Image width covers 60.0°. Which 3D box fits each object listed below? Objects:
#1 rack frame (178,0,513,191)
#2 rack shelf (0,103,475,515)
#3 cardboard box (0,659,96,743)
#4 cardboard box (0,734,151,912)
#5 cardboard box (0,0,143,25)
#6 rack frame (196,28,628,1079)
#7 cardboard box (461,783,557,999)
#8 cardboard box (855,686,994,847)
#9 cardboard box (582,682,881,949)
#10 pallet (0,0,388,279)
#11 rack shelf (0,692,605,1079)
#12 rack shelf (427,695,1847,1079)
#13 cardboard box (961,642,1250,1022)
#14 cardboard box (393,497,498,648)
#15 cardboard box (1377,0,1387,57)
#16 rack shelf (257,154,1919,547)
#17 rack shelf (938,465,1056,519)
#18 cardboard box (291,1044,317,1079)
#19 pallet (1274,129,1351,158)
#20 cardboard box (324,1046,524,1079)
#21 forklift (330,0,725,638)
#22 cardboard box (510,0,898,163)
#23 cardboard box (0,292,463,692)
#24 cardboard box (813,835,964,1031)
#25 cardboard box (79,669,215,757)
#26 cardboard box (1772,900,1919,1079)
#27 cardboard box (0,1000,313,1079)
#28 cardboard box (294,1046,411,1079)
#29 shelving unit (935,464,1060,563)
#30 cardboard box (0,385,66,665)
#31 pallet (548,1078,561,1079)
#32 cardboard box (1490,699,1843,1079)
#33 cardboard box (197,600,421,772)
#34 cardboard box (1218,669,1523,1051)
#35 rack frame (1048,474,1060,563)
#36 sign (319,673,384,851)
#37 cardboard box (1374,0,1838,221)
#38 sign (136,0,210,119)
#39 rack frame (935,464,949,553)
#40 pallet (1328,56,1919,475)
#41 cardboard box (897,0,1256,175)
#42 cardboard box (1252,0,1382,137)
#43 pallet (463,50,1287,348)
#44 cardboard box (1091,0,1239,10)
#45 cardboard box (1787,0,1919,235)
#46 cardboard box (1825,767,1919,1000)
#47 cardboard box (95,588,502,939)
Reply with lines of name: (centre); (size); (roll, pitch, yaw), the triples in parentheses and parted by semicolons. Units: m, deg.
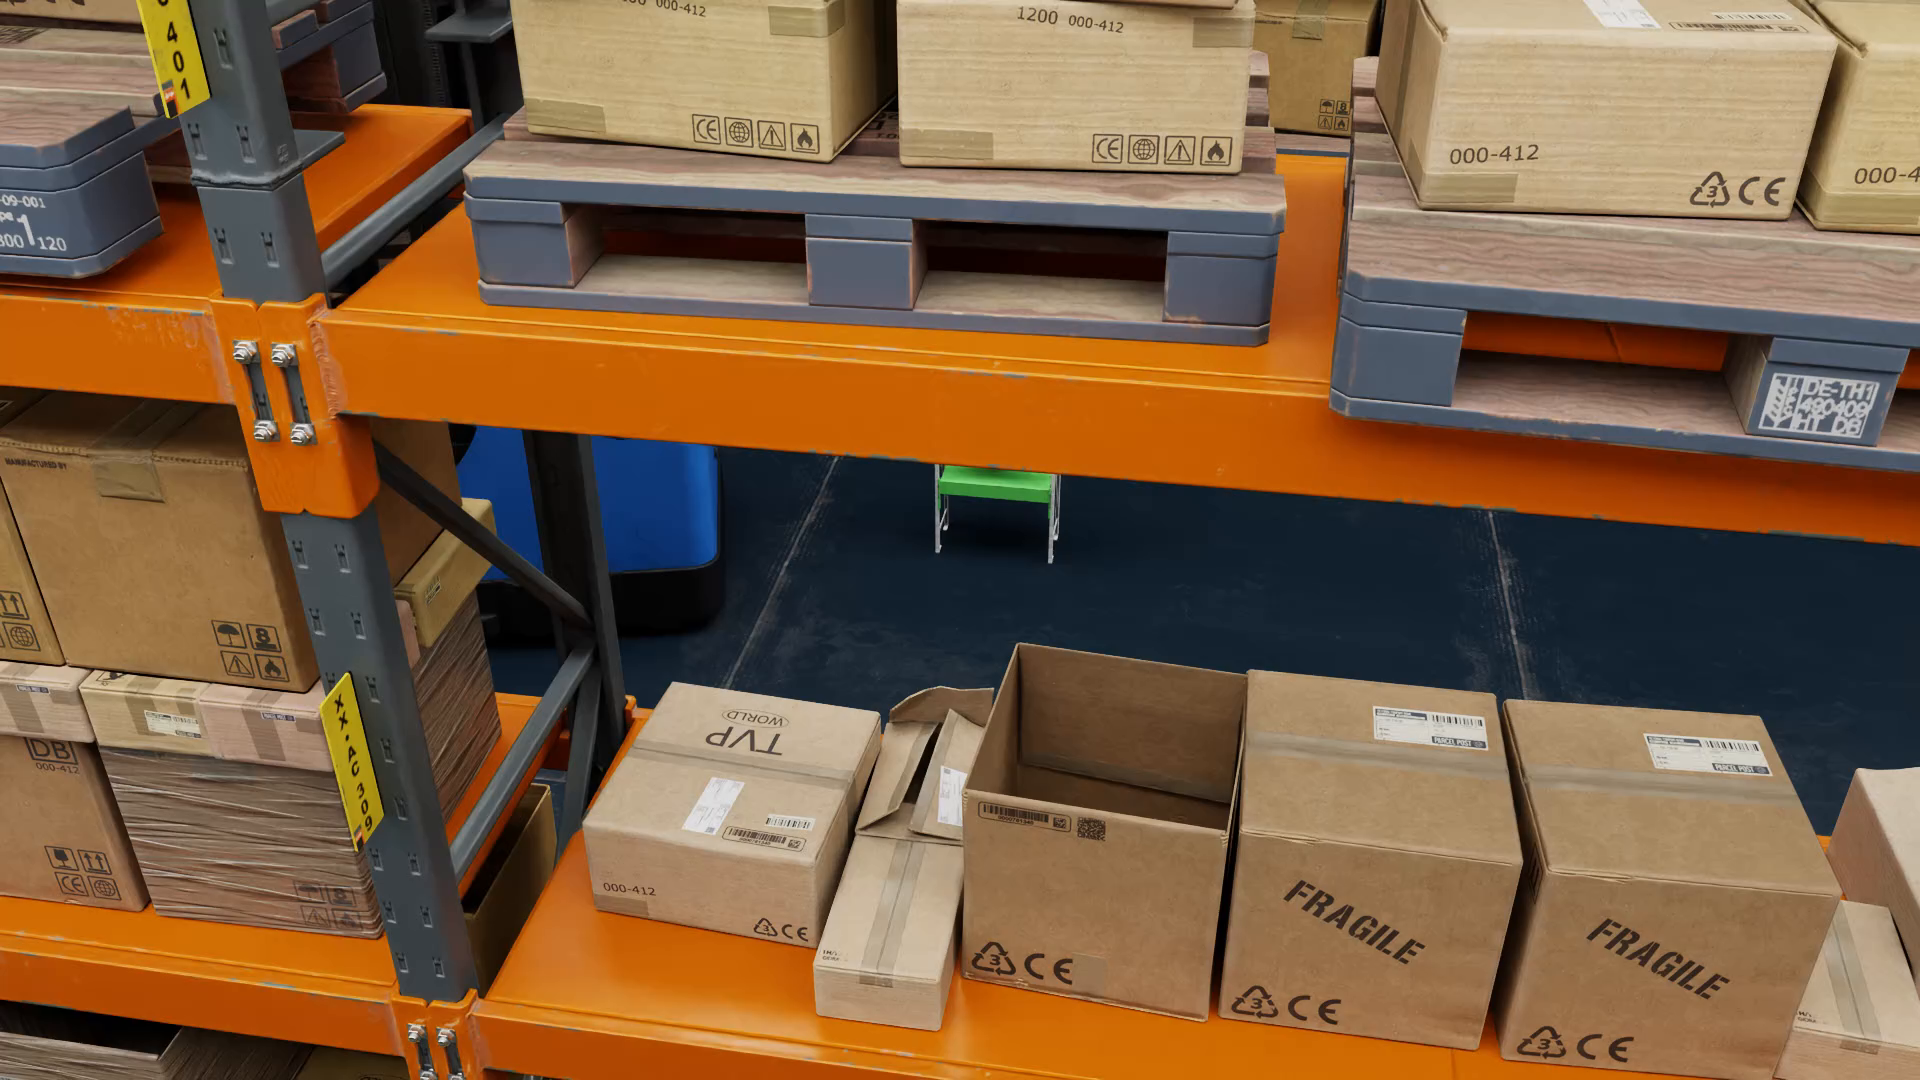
rack frame: (-0.970, -2.042, 2.030); (0.127, 3.000, 1.000); (5, 32, 8)
rack shelf: (-2.941, -0.644, 3.302); (4.000, 0.370, 1.077); (5, 32, 8)
cardboard box: (-1.776, 0.226, 3.355); (0.250, 0.149, 0.380); (4, 32, 7)
cardboard box: (-1.929, 0.379, 3.723); (0.500, 0.500, 0.700); (5, 32, 8)
cardboard box: (-1.422, -1.233, 2.943); (0.500, 0.500, 0.500); (8, 33, 12)
rack frame: (-0.970, 0.501, 3.622); (0.127, 3.000, 1.000); (5, 32, 8)
cardboard box: (-1.374, 0.966, 4.369); (0.500, 0.500, 0.500); (5, 32, 8)
cardboard box: (-0.072, 0.541, 3.686); (0.258, 0.266, 0.396); (4, 32, 7)
cardboard box: (-0.477, 0.586, 3.628); (0.500, 0.250, 0.500); (7, 33, 11)
pallet: (-1.815, -0.795, 2.950); (1.213, 0.211, 1.003); (5, 32, 8)
rack shelf: (-2.941, 0.628, 4.098); (4.000, 0.370, 1.077); (5, 32, 8)
rack shelf: (1.002, 0.985, 3.528); (4.000, 0.370, 1.077); (5, 32, 8)
cardboard box: (0.304, 0.583, 3.397); (0.500, 0.500, 0.500); (7, 33, 12)
cardboard box: (-1.202, 0.059, 3.624); (0.250, 0.149, 0.380); (5, 32, 8)
cardboard box: (2.106, -2.098, 7.266); (0.500, 0.500, 0.700); (5, 32, 8)
rack shelf: (1.002, -0.287, 2.732); (4.000, 0.370, 1.077); (5, 32, 8)
rack shelf: (0.163, -0.236, 7.069); (0.480, 0.148, 0.258); (5, 32, 8)
cardboard box: (-1.955, 1.512, 4.203); (0.500, 0.250, 0.500); (5, 32, 8)
pallet: (1.845, -1.807, 7.490); (1.213, 0.211, 1.003); (5, 32, 8)
cardboard box: (-1.376, 1.289, 4.560); (0.500, 0.250, 0.500); (5, 32, 8)
forklift: (-2.504, -1.054, 6.172); (3.031, 2.935, 1.130); (-4, 32, -6)
cardboard box: (-0.364, -0.825, 2.659); (0.500, 0.250, 0.500); (8, 33, 13)
cardboard box: (-1.408, -0.127, 3.309); (0.500, 0.500, 0.700); (5, 32, 8)
cardboard box: (-0.131, 0.794, 3.392); (0.250, 0.149, 0.380); (5, 32, 8)
cardboard box: (-1.517, 0.249, 3.320); (0.250, 0.149, 0.380); (5, 32, 7)
cardboard box: (1.707, 0.880, 3.253); (0.250, 0.149, 0.380); (8, 33, 12)
cardboard box: (-1.955, 1.193, 4.006); (0.500, 0.500, 0.500); (5, 32, 8)
cardboard box: (-1.464, 1.562, 4.124); (0.500, 0.250, 0.500); (5, 32, 8)
shelving unit: (0.163, -0.494, 6.908); (0.503, 1.200, 0.258); (5, 32, 8)
cardboard box: (-1.907, -0.172, 3.380); (0.500, 0.500, 0.700); (5, 32, 8)
pallet: (-1.747, 1.590, 4.510); (1.213, 0.211, 1.003); (5, 32, 8)
cardboard box: (1.316, 0.675, 3.251); (0.500, 0.500, 0.500); (3, 32, 6)
cardboard box: (-1.274, 0.272, 3.283); (0.250, 0.149, 0.380); (5, 32, 8)
cardboard box: (0.797, 0.628, 3.326); (0.500, 0.500, 0.500); (5, 32, 8)
rack frame: (0.404, -0.472, 6.873); (0.015, 1.200, 0.240); (5, 32, 8)
sign: (-1.062, 0.391, 2.907); (0.005, 0.325, 0.100); (5, 32, 8)
cardboard box: (0.905, -0.682, 2.431); (0.500, 0.250, 0.500); (3, 32, 4)
sign: (-1.062, -0.733, 2.204); (0.005, 0.325, 0.100); (5, 32, 8)
rack frame: (-0.077, -0.516, 6.943); (0.015, 1.200, 0.240); (5, 32, 8)
pallet: (1.186, -0.445, 2.485); (1.213, 0.211, 1.003); (7, 33, 10)
cardboard box: (0.178, -0.777, 2.583); (0.500, 0.250, 0.500); (2, 32, 3)
cardboard box: (1.560, -2.159, 7.364); (0.500, 0.500, 0.700); (10, 33, 15)
pallet: (-0.098, -0.617, 2.762); (1.217, 0.209, 0.805); (4, 32, 6)
cardboard box: (0.197, -1.088, 2.373); (0.500, 0.500, 0.500); (8, 33, 13)
cardboard box: (1.435, -0.633, 2.353); (0.500, 0.250, 0.500); (5, 32, 7)
cardboard box: (2.124, 0.715, 3.365); (0.500, 0.311, 0.500); (5, 32, 8)
cardboard box: (-1.408, 0.422, 3.654); (0.500, 0.500, 0.700); (4, 32, 7)
